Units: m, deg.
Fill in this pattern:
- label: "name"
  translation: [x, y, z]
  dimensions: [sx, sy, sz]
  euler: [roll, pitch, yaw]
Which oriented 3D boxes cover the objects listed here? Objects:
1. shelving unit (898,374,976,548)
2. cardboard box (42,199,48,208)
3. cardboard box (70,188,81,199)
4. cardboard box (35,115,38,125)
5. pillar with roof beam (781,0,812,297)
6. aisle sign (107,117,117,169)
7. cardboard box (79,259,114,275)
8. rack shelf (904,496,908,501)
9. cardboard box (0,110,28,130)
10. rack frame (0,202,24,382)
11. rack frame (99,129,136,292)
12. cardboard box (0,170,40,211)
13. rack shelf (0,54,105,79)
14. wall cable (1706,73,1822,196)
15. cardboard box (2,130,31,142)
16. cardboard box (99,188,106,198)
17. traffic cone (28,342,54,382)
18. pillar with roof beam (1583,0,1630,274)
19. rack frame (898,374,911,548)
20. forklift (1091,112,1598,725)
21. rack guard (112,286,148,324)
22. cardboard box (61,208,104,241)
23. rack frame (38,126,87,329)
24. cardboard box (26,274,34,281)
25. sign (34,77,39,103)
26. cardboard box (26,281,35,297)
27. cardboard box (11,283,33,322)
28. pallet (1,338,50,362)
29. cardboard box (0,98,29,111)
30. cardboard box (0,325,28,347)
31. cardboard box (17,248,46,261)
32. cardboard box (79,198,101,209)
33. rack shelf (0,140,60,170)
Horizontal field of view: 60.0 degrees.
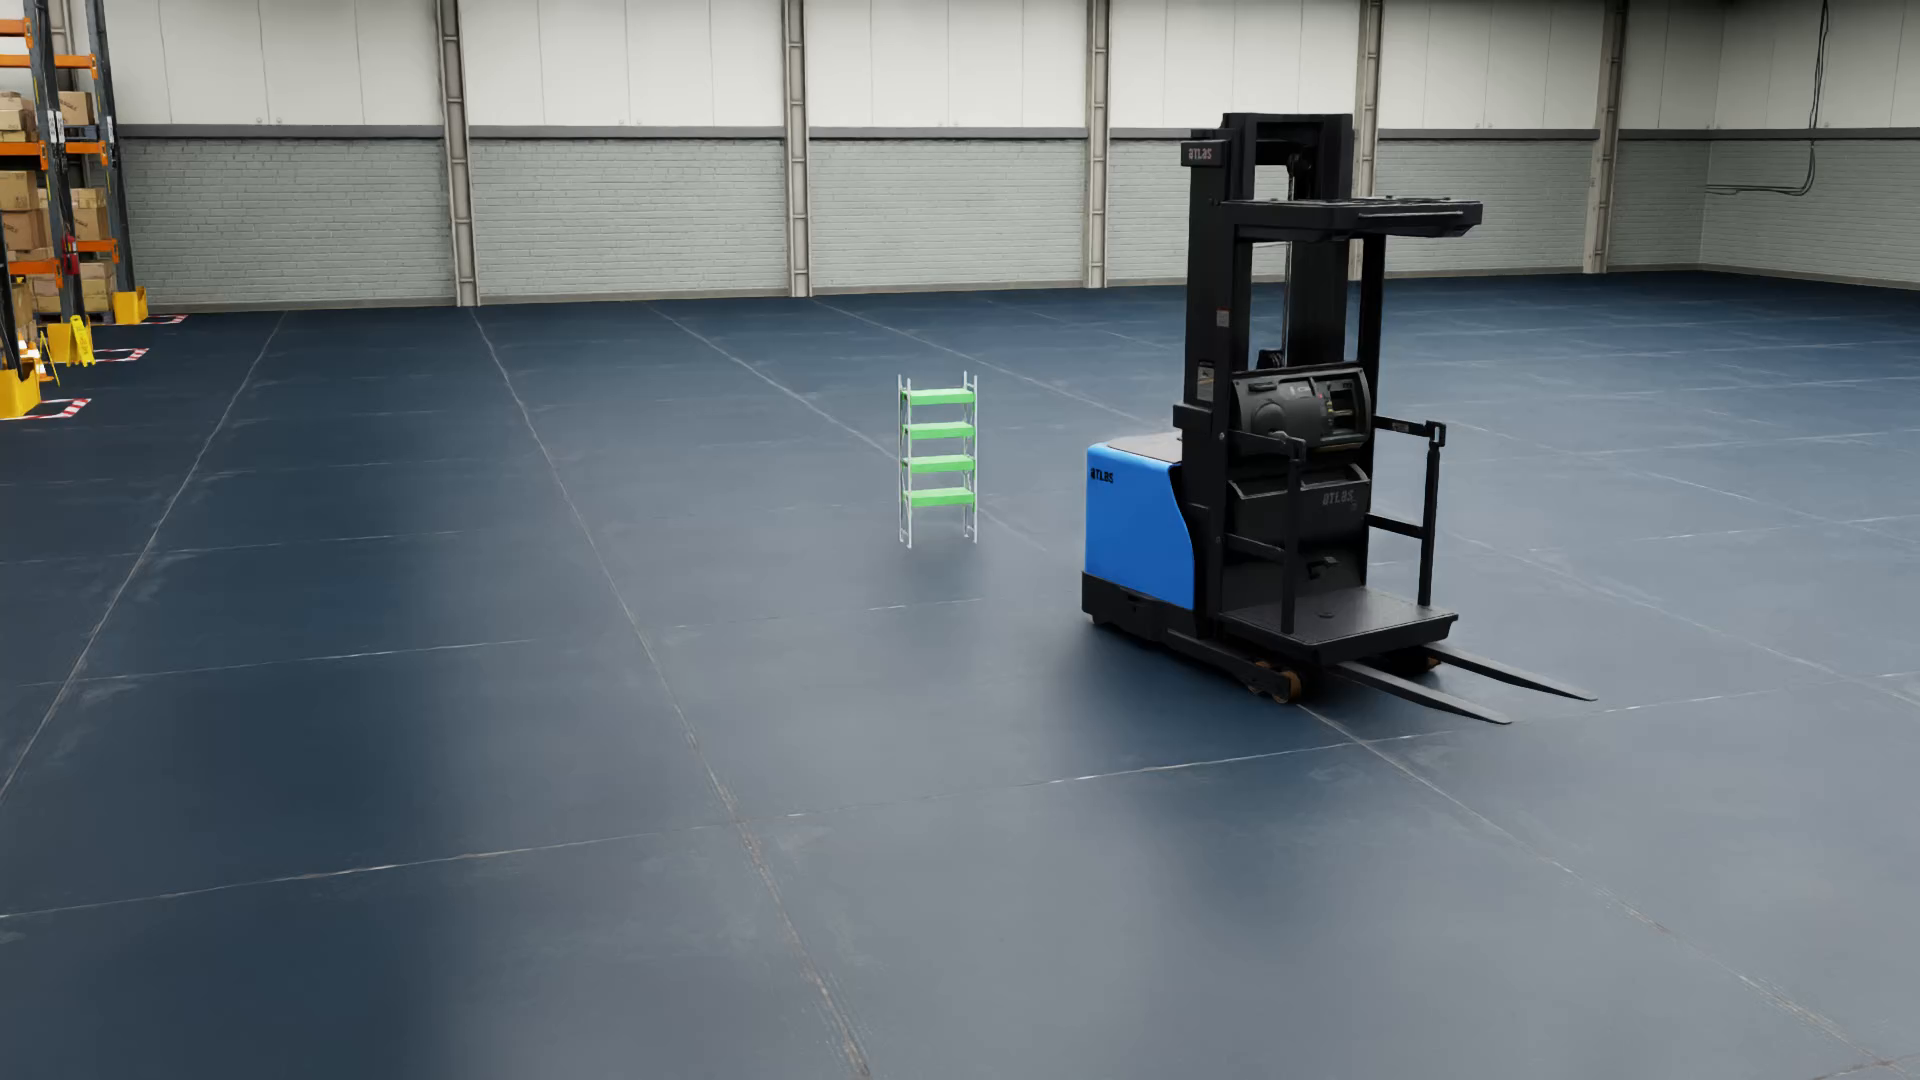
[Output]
- label: "shelving unit"
  translation: [-0.162, -0.571, 11.789]
  dimensions: [0.492, 1.200, 0.258]
  euler: [-4, 14, -18]
- label: "cardboard box"
  translation: [-14.170, -5.262, 26.003]
  dimensions: [0.250, 0.149, 0.380]
  euler: [-4, 14, -17]
- label: "cardboard box"
  translation: [-13.929, -5.427, 26.055]
  dimensions: [0.250, 0.149, 0.380]
  euler: [-4, 14, -18]
- label: "cardboard box"
  translation: [-14.121, -6.478, 25.671]
  dimensions: [0.250, 0.149, 0.380]
  euler: [-5, 14, -20]
- label: "pillar with roof beam"
  translation: [-1.633, -8.022, 26.261]
  dimensions: [0.400, 9.000, 9.100]
  euler: [-4, 14, -18]
- label: "aisle sign"
  translation: [-13.276, -6.221, 26.035]
  dimensions: [0.004, 0.787, 0.394]
  euler: [-4, 14, -18]
- label: "cardboard box"
  translation: [-13.948, -4.375, 26.766]
  dimensions: [0.500, 0.250, 0.500]
  euler: [-5, 14, -19]
- label: "rack shelf"
  translation: [-0.157, -0.304, 11.855]
  dimensions: [0.442, 0.029, 0.199]
  euler: [-4, 14, -18]
- label: "cardboard box"
  translation: [-12.245, -5.362, 21.239]
  dimensions: [0.500, 0.250, 0.500]
  euler: [-5, 14, -19]
- label: "rack frame"
  translation: [-10.171, -2.849, 17.478]
  dimensions: [0.127, 3.000, 1.000]
  euler: [-4, 14, -18]
- label: "rack frame"
  translation: [-13.432, -5.016, 26.586]
  dimensions: [0.127, 3.000, 1.000]
  euler: [-4, 14, -18]
- label: "cardboard box"
  translation: [-12.260, -4.522, 21.489]
  dimensions: [0.500, 0.500, 0.700]
  euler: [-5, 14, -19]
- label: "rack shelf"
  translation: [-15.328, -7.242, 25.401]
  dimensions: [4.000, 0.370, 1.077]
  euler: [-4, 14, -18]
- label: "wall cable"
  translation: [17.267, -8.712, 35.870]
  dimensions: [0.112, 2.526, 3.097]
  euler: [-4, 14, -18]
- label: "cardboard box"
  translation: [-12.095, -5.177, 21.324]
  dimensions: [0.250, 0.149, 0.380]
  euler: [-4, 14, -18]
- label: "cardboard box"
  translation: [-13.819, -5.547, 26.558]
  dimensions: [0.250, 0.149, 0.380]
  euler: [-5, 14, -19]
- label: "traffic cone"
  translation: [-11.166, -2.160, 20.064]
  dimensions: [0.334, 0.463, 0.336]
  euler: [-4, 14, -18]
- label: "pillar with roof beam"
  translation: [15.427, -9.351, 31.846]
  dimensions: [0.400, 9.000, 9.100]
  euler: [-4, 14, -18]
- label: "rack frame"
  translation: [-0.388, -0.553, 11.715]
  dimensions: [0.015, 1.200, 0.240]
  euler: [-4, 14, -18]
- label: "forklift"
  translation: [1.932, -0.715, 8.651]
  dimensions: [1.121, 2.935, 3.031]
  euler: [-8, 16, -31]
- label: "rack guard"
  translation: [-13.410, -3.802, 26.883]
  dimensions: [0.348, 0.500, 1.175]
  euler: [-4, 14, -18]
- label: "cardboard box"
  translation: [-13.815, -4.971, 26.180]
  dimensions: [0.500, 0.500, 0.500]
  euler: [-5, 14, -19]
- label: "rack frame"
  translation: [-11.846, -3.928, 22.011]
  dimensions: [0.127, 3.000, 1.000]
  euler: [-4, 14, -18]
- label: "cardboard box"
  translation: [-14.727, -4.188, 25.980]
  dimensions: [0.500, 0.250, 0.500]
  euler: [-4, 14, -17]
- label: "sign"
  translation: [-11.688, -5.694, 21.043]
  dimensions: [0.005, 0.325, 0.100]
  euler: [-4, 14, -18]
- label: "cardboard box"
  translation: [-14.755, -3.944, 26.034]
  dimensions: [0.500, 0.250, 0.500]
  euler: [-5, 14, -19]
- label: "cardboard box"
  translation: [-12.721, -3.158, 22.190]
  dimensions: [0.500, 0.500, 0.500]
  euler: [-5, 14, -20]
- label: "pallet"
  translation: [-12.699, -2.513, 22.090]
  dimensions: [1.213, 0.211, 1.003]
  euler: [-4, 14, -18]
- label: "cardboard box"
  translation: [-12.072, -5.563, 21.223]
  dimensions: [0.250, 0.149, 0.380]
  euler: [-4, 14, -18]
- label: "cardboard box"
  translation: [-12.549, -2.674, 21.774]
  dimensions: [0.500, 0.250, 0.500]
  euler: [-5, 14, -18]
- label: "cardboard box"
  translation: [-12.132, -3.731, 21.727]
  dimensions: [0.250, 0.149, 0.380]
  euler: [-4, 14, -16]
- label: "cardboard box"
  translation: [-13.672, -5.293, 26.134]
  dimensions: [0.250, 0.149, 0.380]
  euler: [-4, 14, -17]
- label: "rack shelf"
  translation: [-13.741, -4.889, 21.126]
  dimensions: [4.000, 0.370, 1.077]
  euler: [-4, 14, -18]
